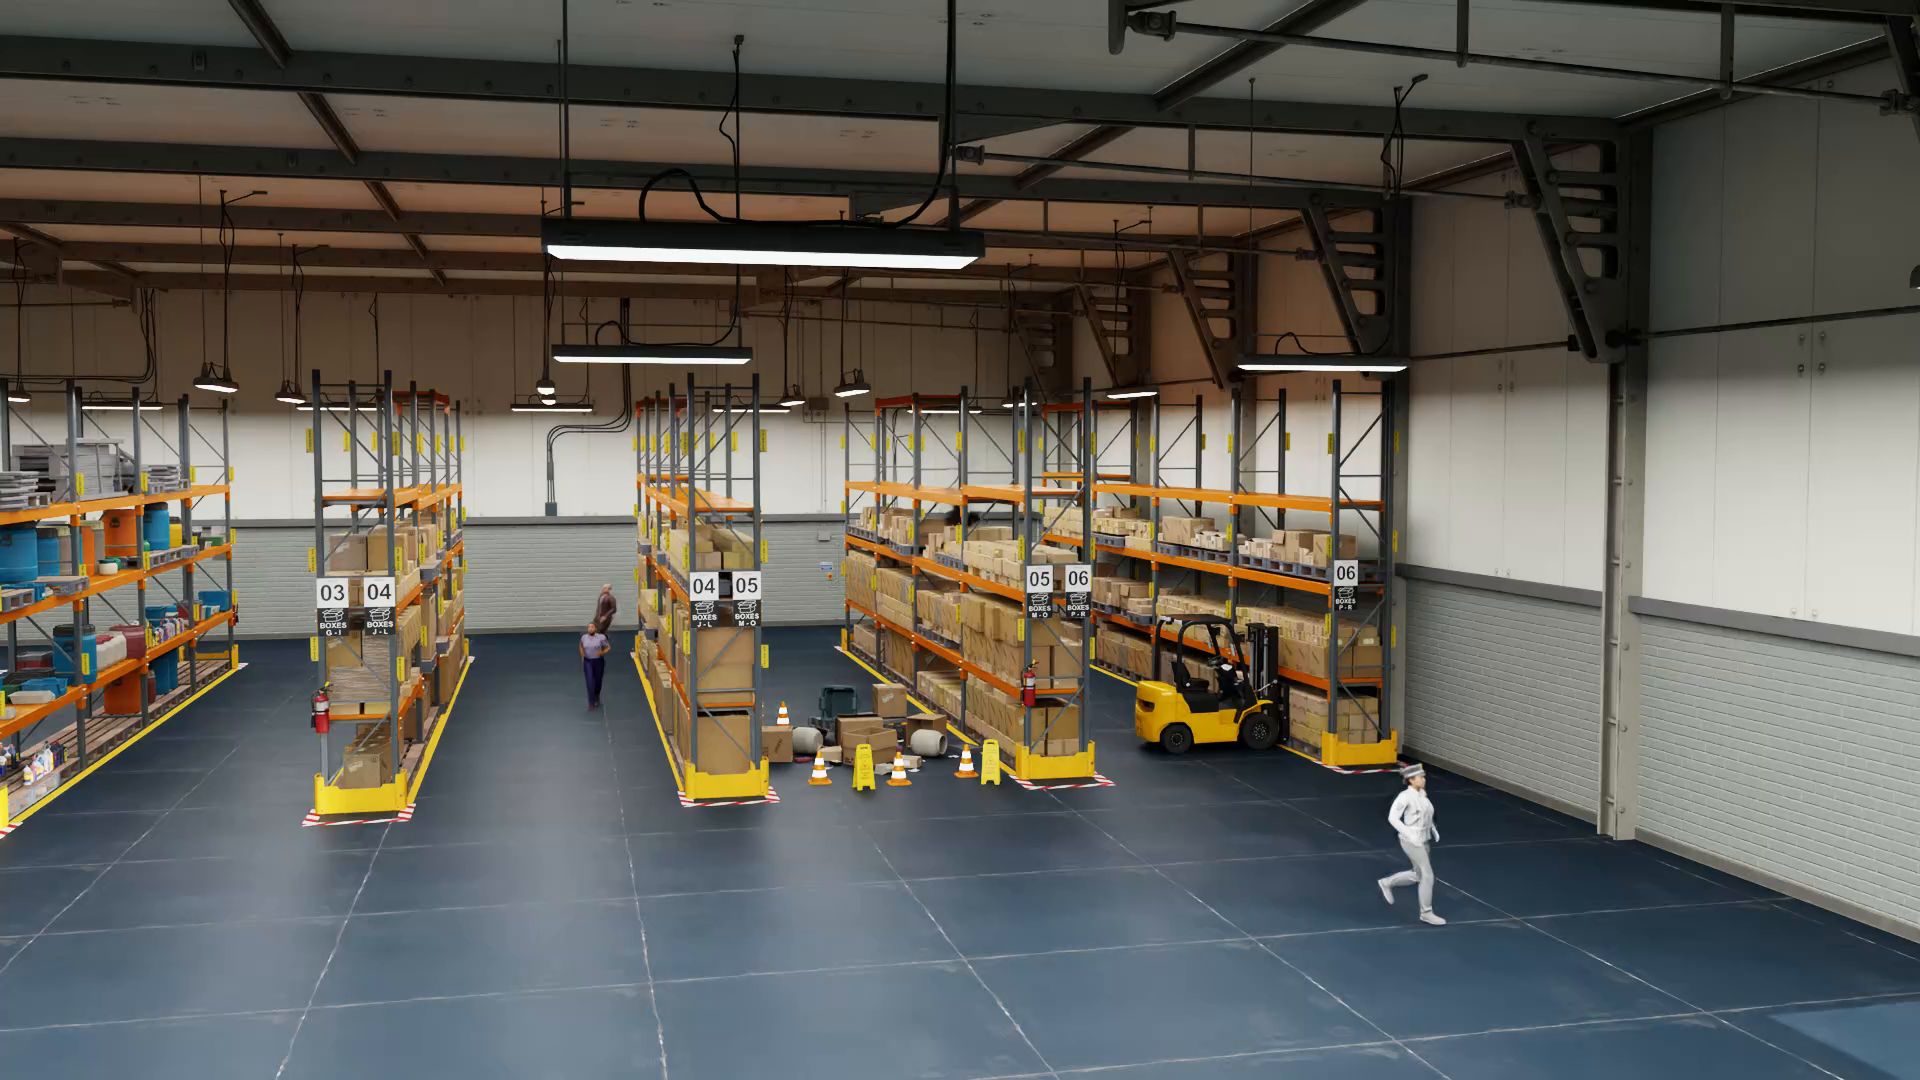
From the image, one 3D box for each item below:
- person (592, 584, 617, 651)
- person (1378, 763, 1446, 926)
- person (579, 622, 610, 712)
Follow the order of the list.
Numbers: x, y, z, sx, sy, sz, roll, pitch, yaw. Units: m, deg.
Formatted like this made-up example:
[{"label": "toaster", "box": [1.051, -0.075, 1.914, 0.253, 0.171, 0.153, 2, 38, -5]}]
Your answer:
[{"label": "person", "box": [-8.431, 1.876, 39.419, 0.735, 1.697, 0.580, 3, 4, 41]}, {"label": "person", "box": [4.733, 3.156, 17.448, 0.781, 1.670, 0.635, 3, 4, 39]}, {"label": "person", "box": [-6.926, 2.384, 31.524, 0.597, 1.637, 0.844, 0, 3, -9]}]
